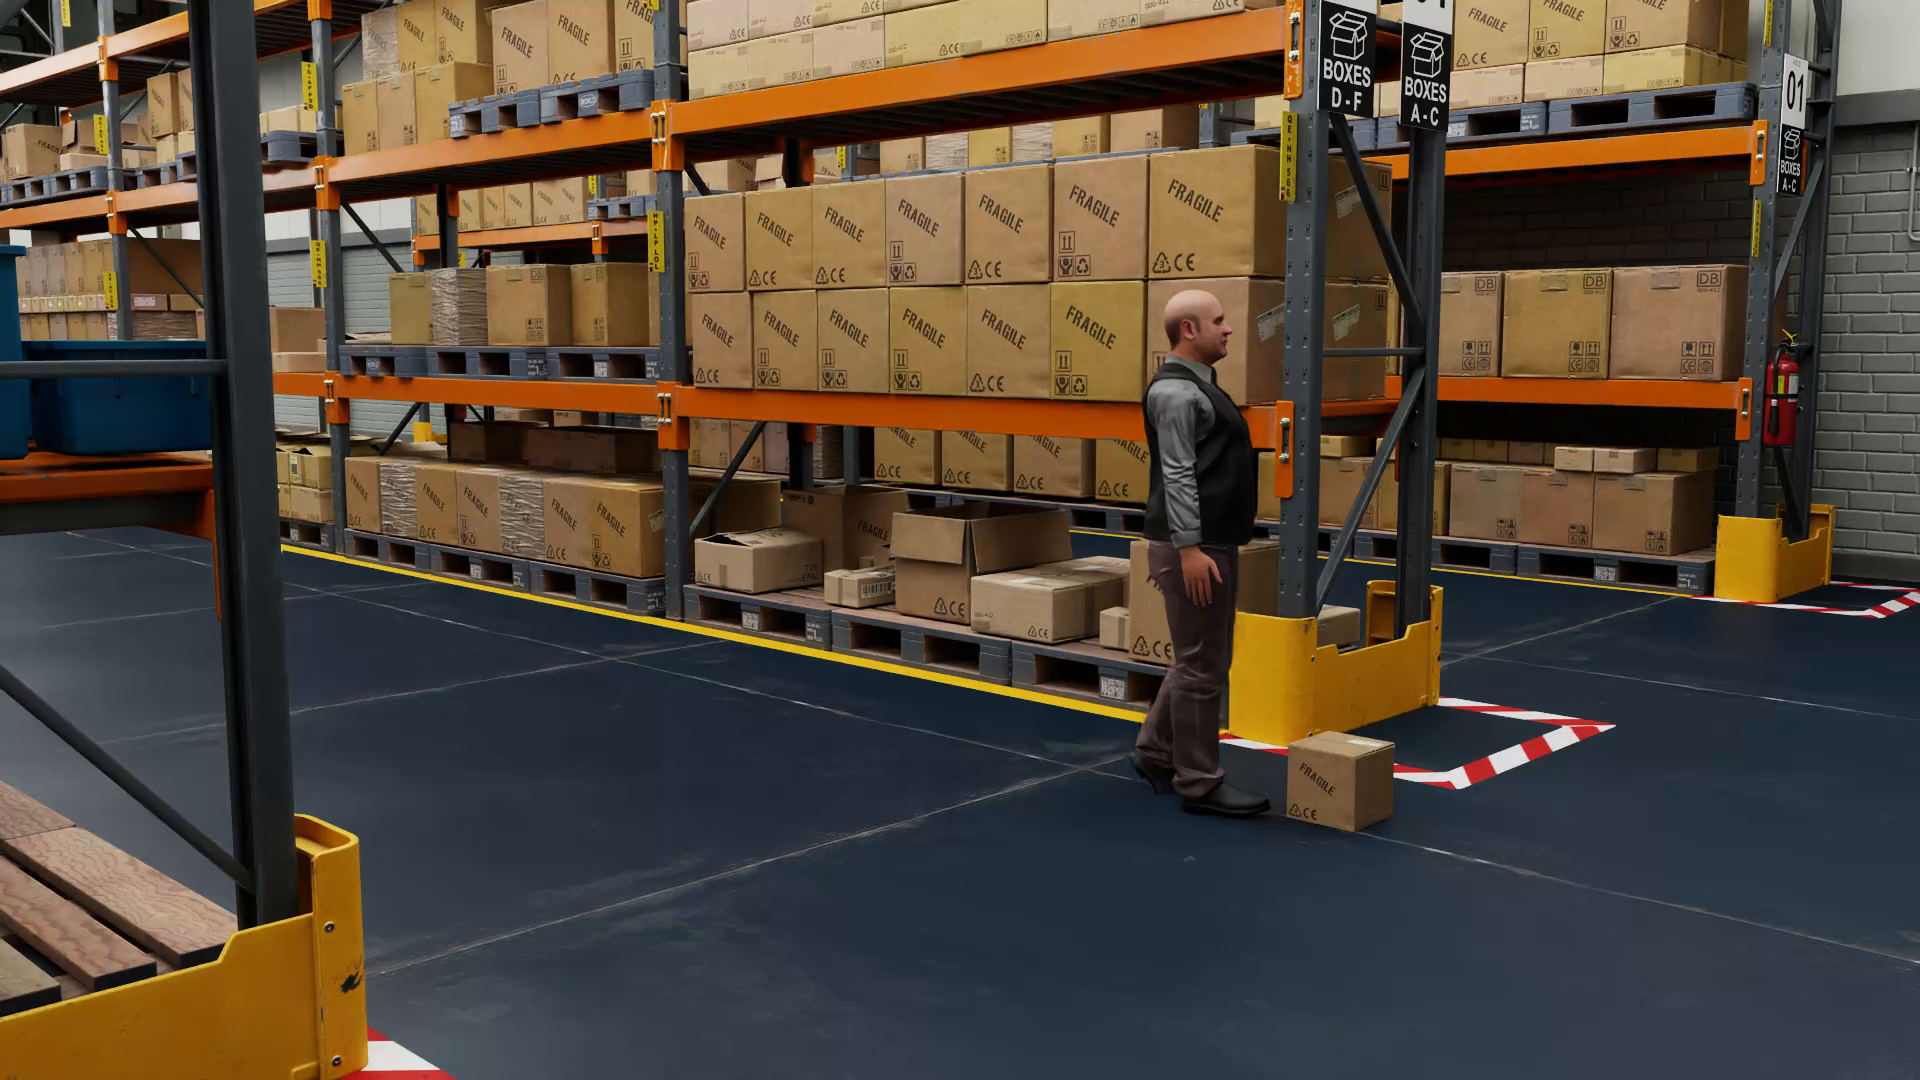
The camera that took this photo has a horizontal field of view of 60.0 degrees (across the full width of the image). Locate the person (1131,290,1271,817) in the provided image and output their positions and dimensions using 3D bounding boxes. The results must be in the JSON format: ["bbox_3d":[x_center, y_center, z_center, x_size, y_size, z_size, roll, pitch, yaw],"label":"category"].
[{"bbox_3d":[0.797,0.076,5.511,0.516,1.792,0.562,2,7,17],"label":"person"}]
